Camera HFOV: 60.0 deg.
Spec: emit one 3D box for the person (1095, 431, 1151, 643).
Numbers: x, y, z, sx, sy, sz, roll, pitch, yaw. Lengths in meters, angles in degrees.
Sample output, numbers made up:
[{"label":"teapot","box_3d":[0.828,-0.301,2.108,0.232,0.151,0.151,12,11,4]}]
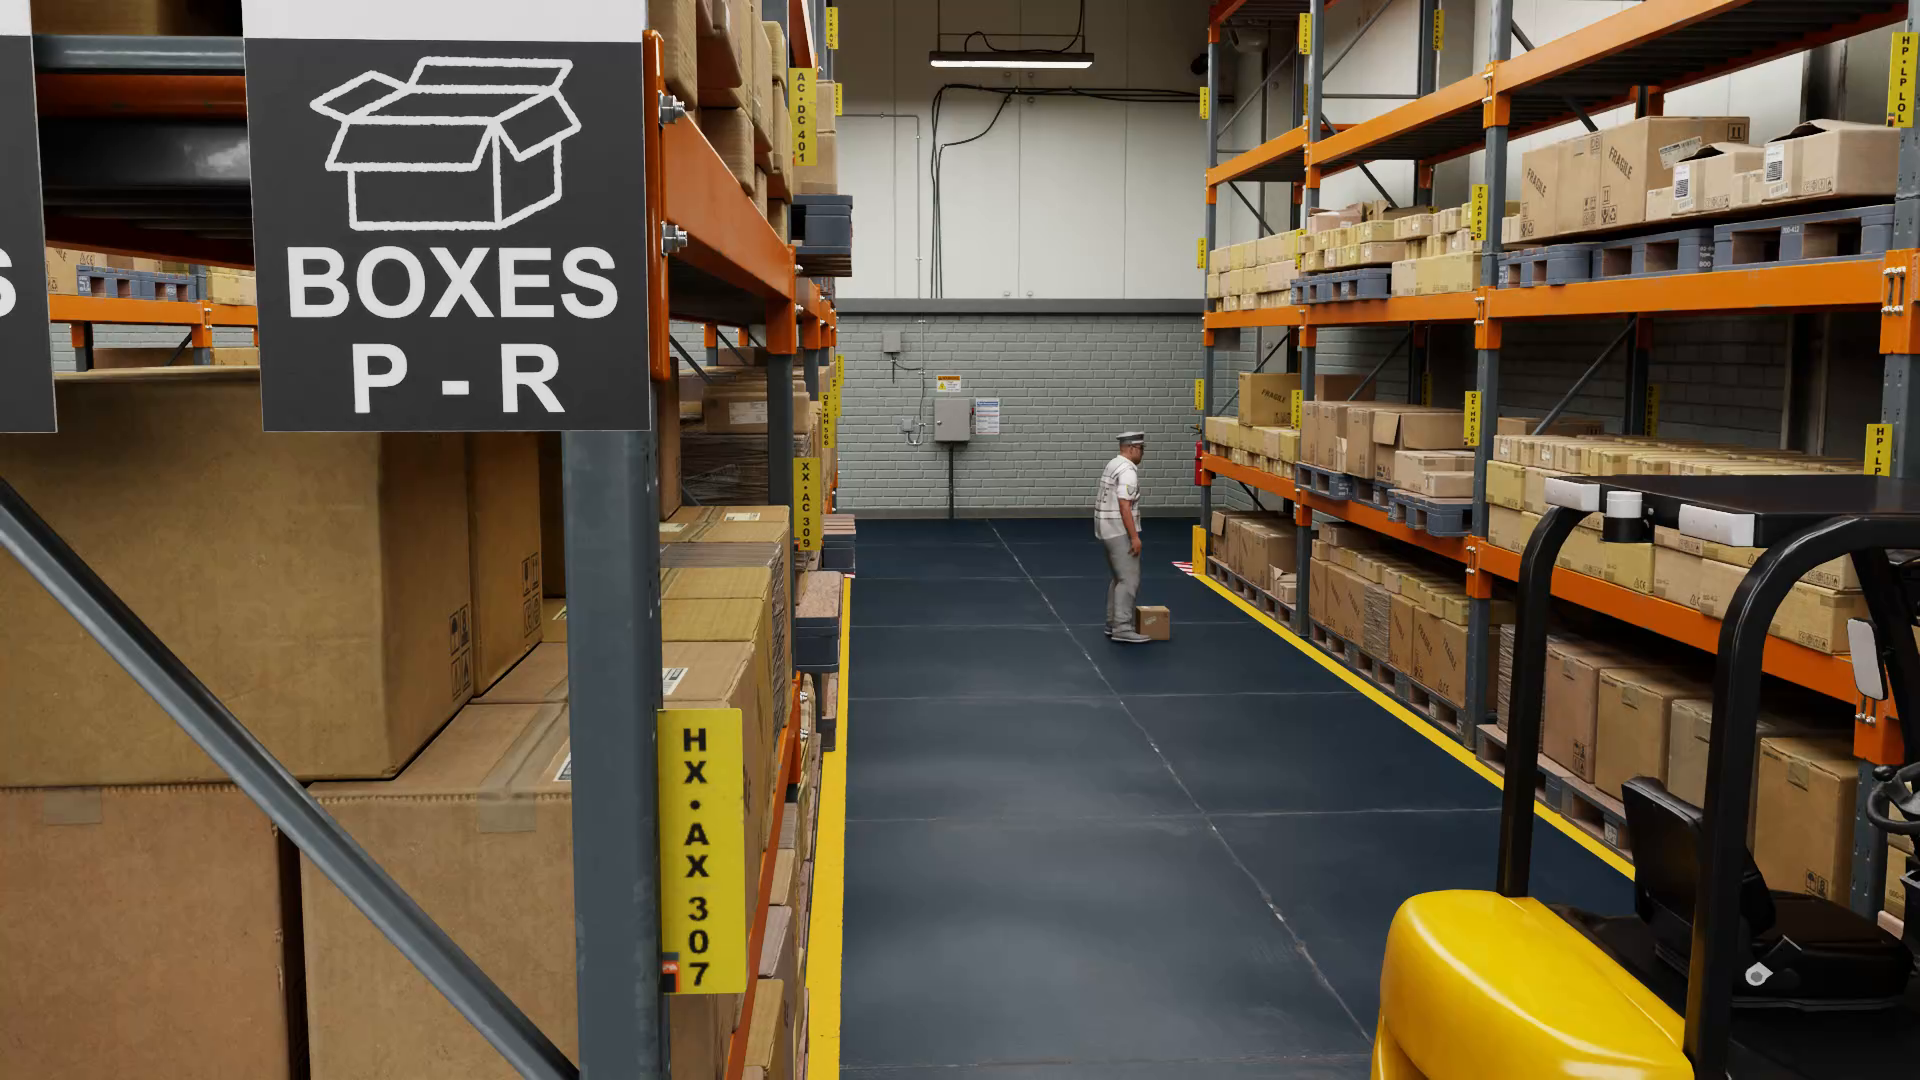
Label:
[{"label":"person","box_3d":[1.362,-0.039,14.027,0.429,1.751,0.604,-1,7,-6]}]
